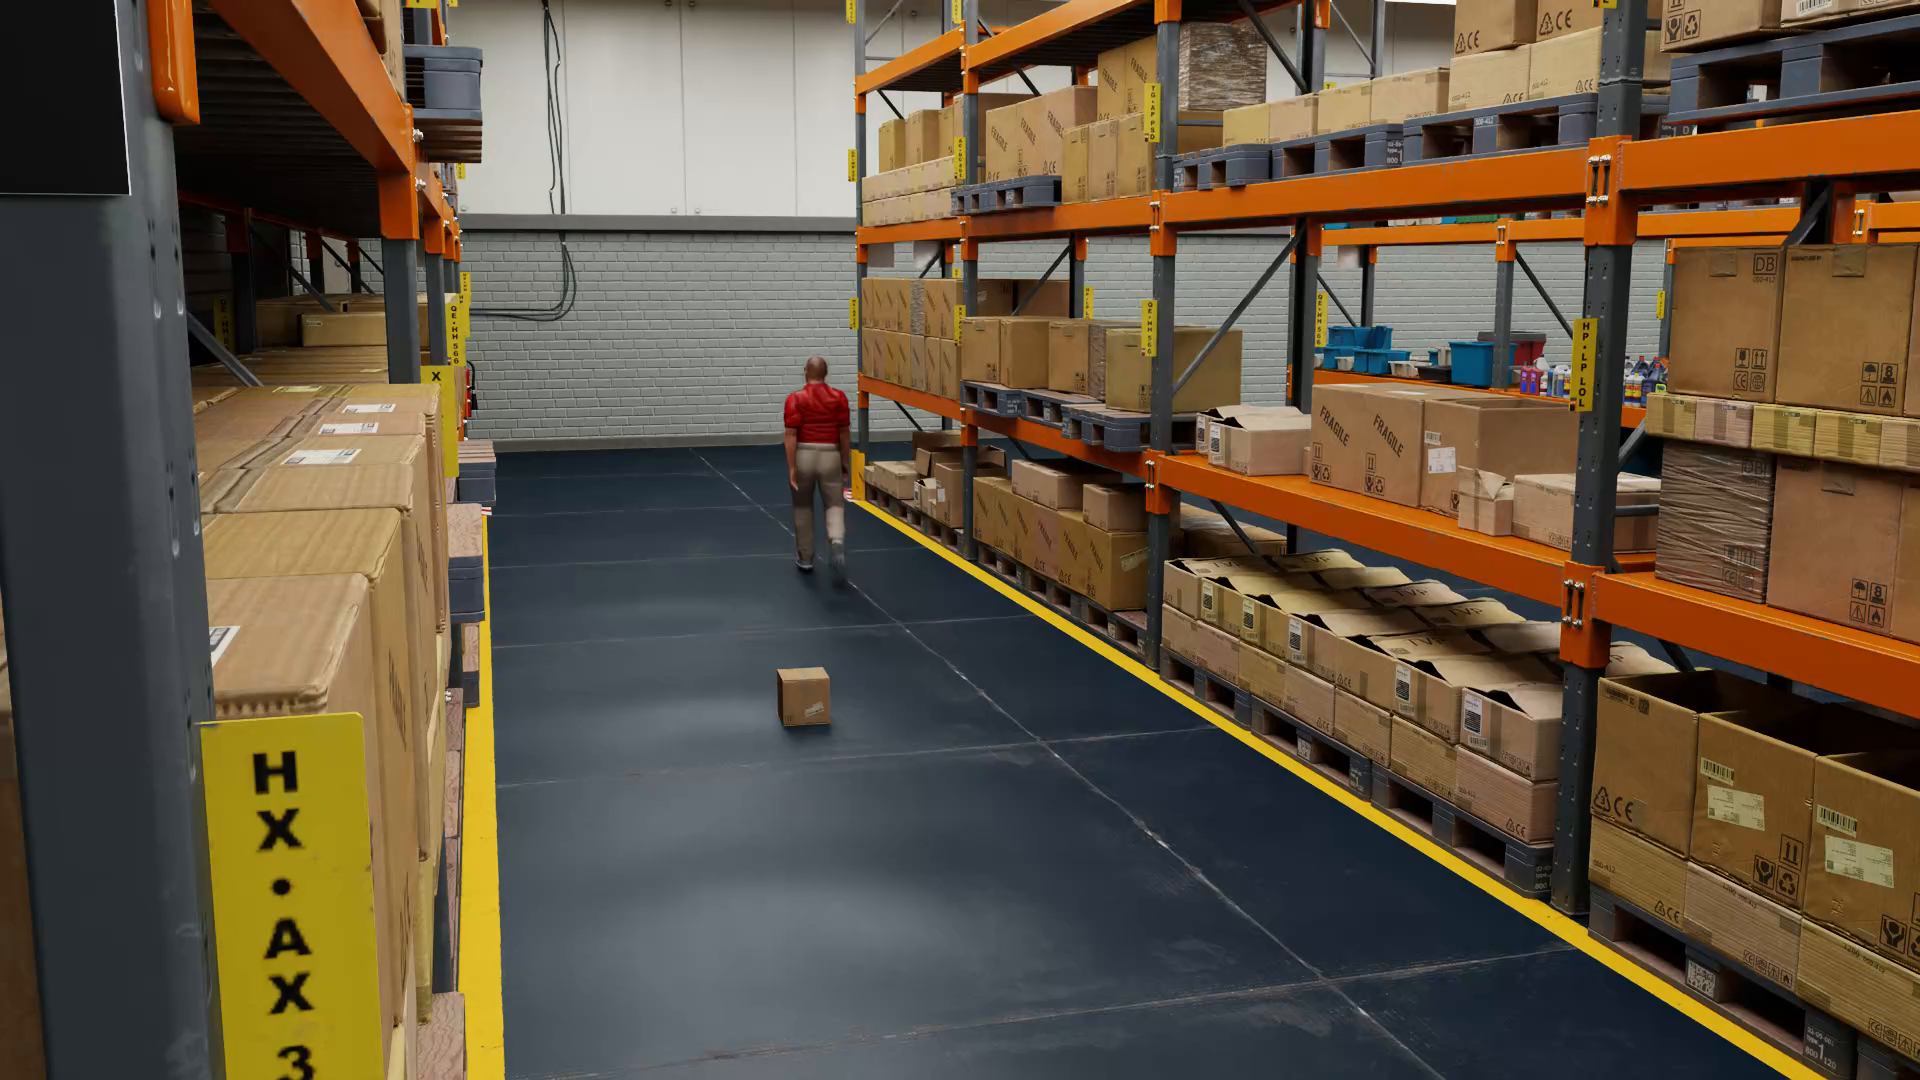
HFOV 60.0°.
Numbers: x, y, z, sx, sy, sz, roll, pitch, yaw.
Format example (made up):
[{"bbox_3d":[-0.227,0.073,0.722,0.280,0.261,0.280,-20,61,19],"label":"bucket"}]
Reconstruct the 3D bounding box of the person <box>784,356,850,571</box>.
[{"bbox_3d":[-1.114,-0.590,13.013,0.524,1.693,0.815,-2,9,-10],"label":"person"}]
